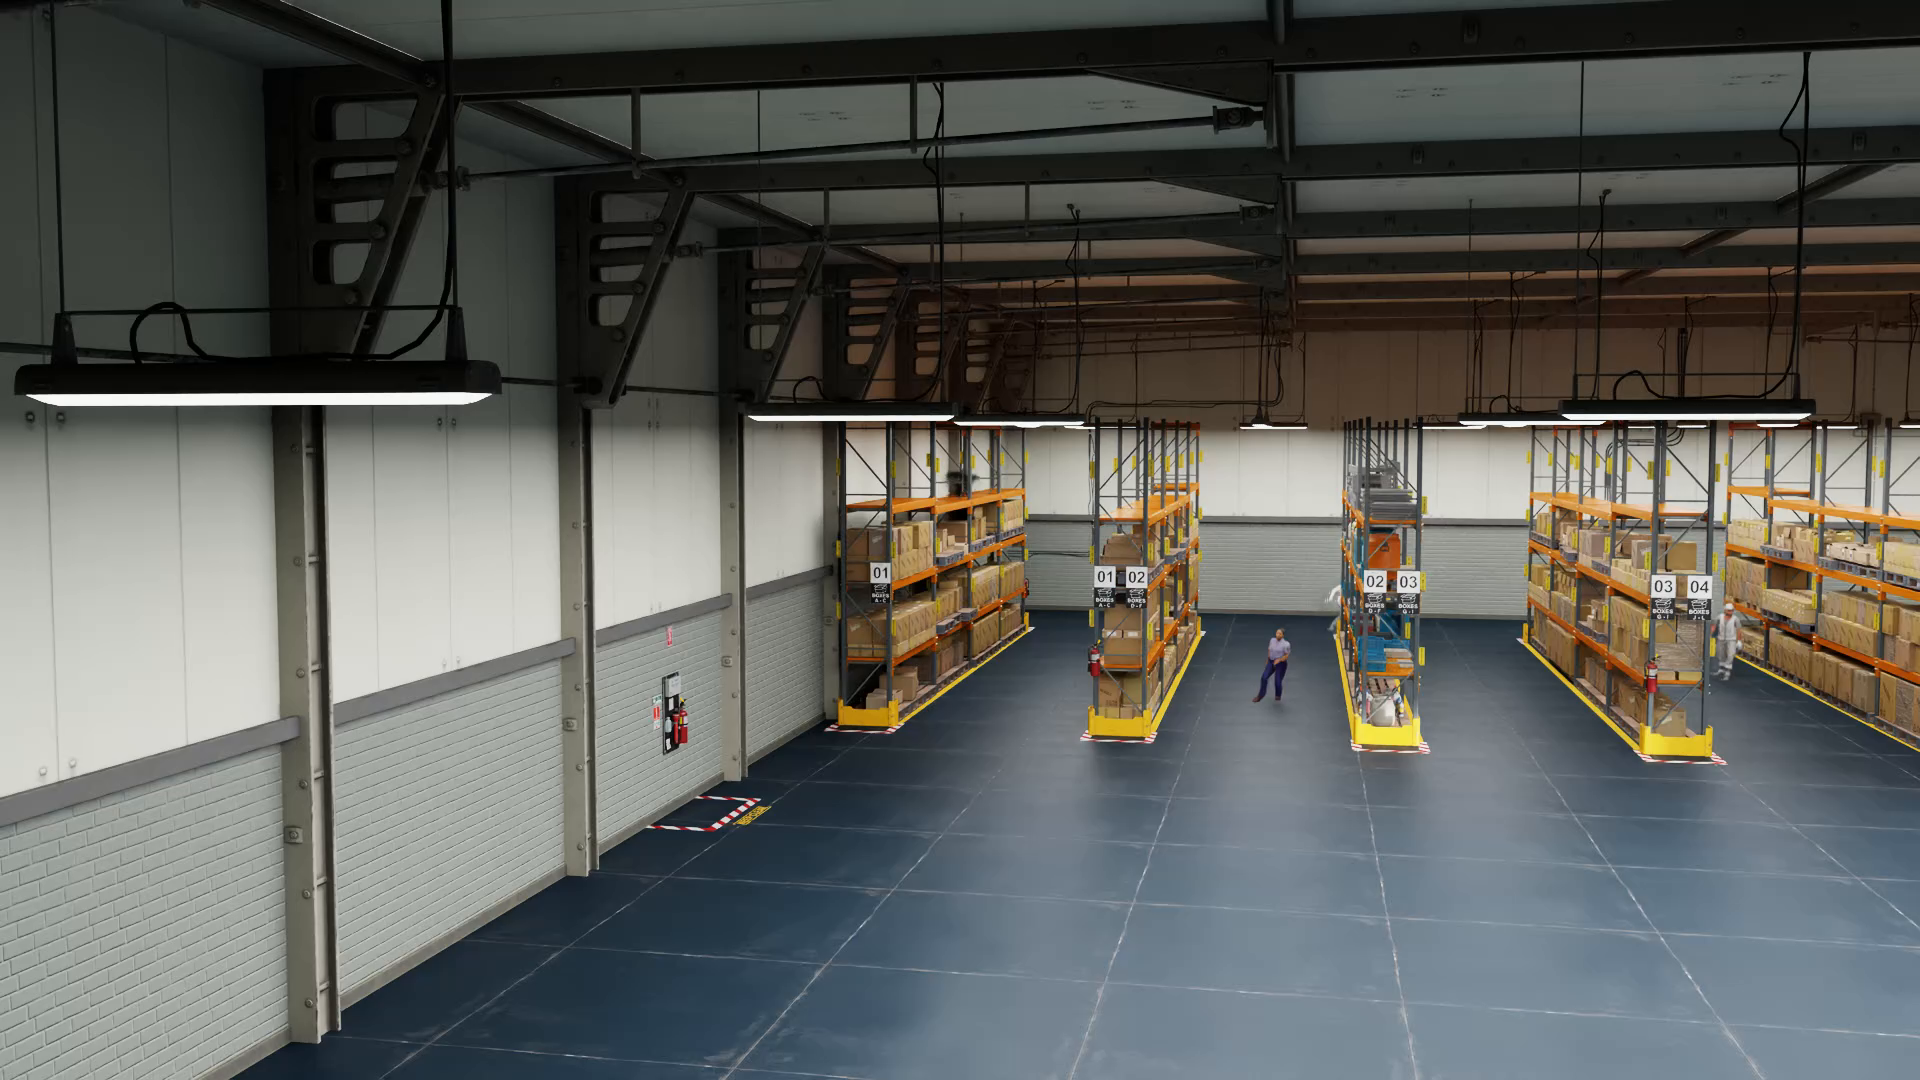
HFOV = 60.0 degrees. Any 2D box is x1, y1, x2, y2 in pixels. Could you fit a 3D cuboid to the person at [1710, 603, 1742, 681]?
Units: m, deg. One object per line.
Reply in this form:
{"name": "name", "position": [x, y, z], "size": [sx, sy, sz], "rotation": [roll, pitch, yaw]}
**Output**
{"name": "person", "position": [17.726, 2.345, 38.548], "size": [0.732, 1.778, 0.770], "rotation": [4, 5, 45]}

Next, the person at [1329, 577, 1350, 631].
{"name": "person", "position": [11.068, 1.826, 47.950], "size": [0.747, 1.579, 0.671], "rotation": [-2, 4, -30]}

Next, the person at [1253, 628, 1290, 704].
{"name": "person", "position": [6.609, 2.639, 35.024], "size": [0.753, 1.609, 0.735], "rotation": [2, 4, 30]}
